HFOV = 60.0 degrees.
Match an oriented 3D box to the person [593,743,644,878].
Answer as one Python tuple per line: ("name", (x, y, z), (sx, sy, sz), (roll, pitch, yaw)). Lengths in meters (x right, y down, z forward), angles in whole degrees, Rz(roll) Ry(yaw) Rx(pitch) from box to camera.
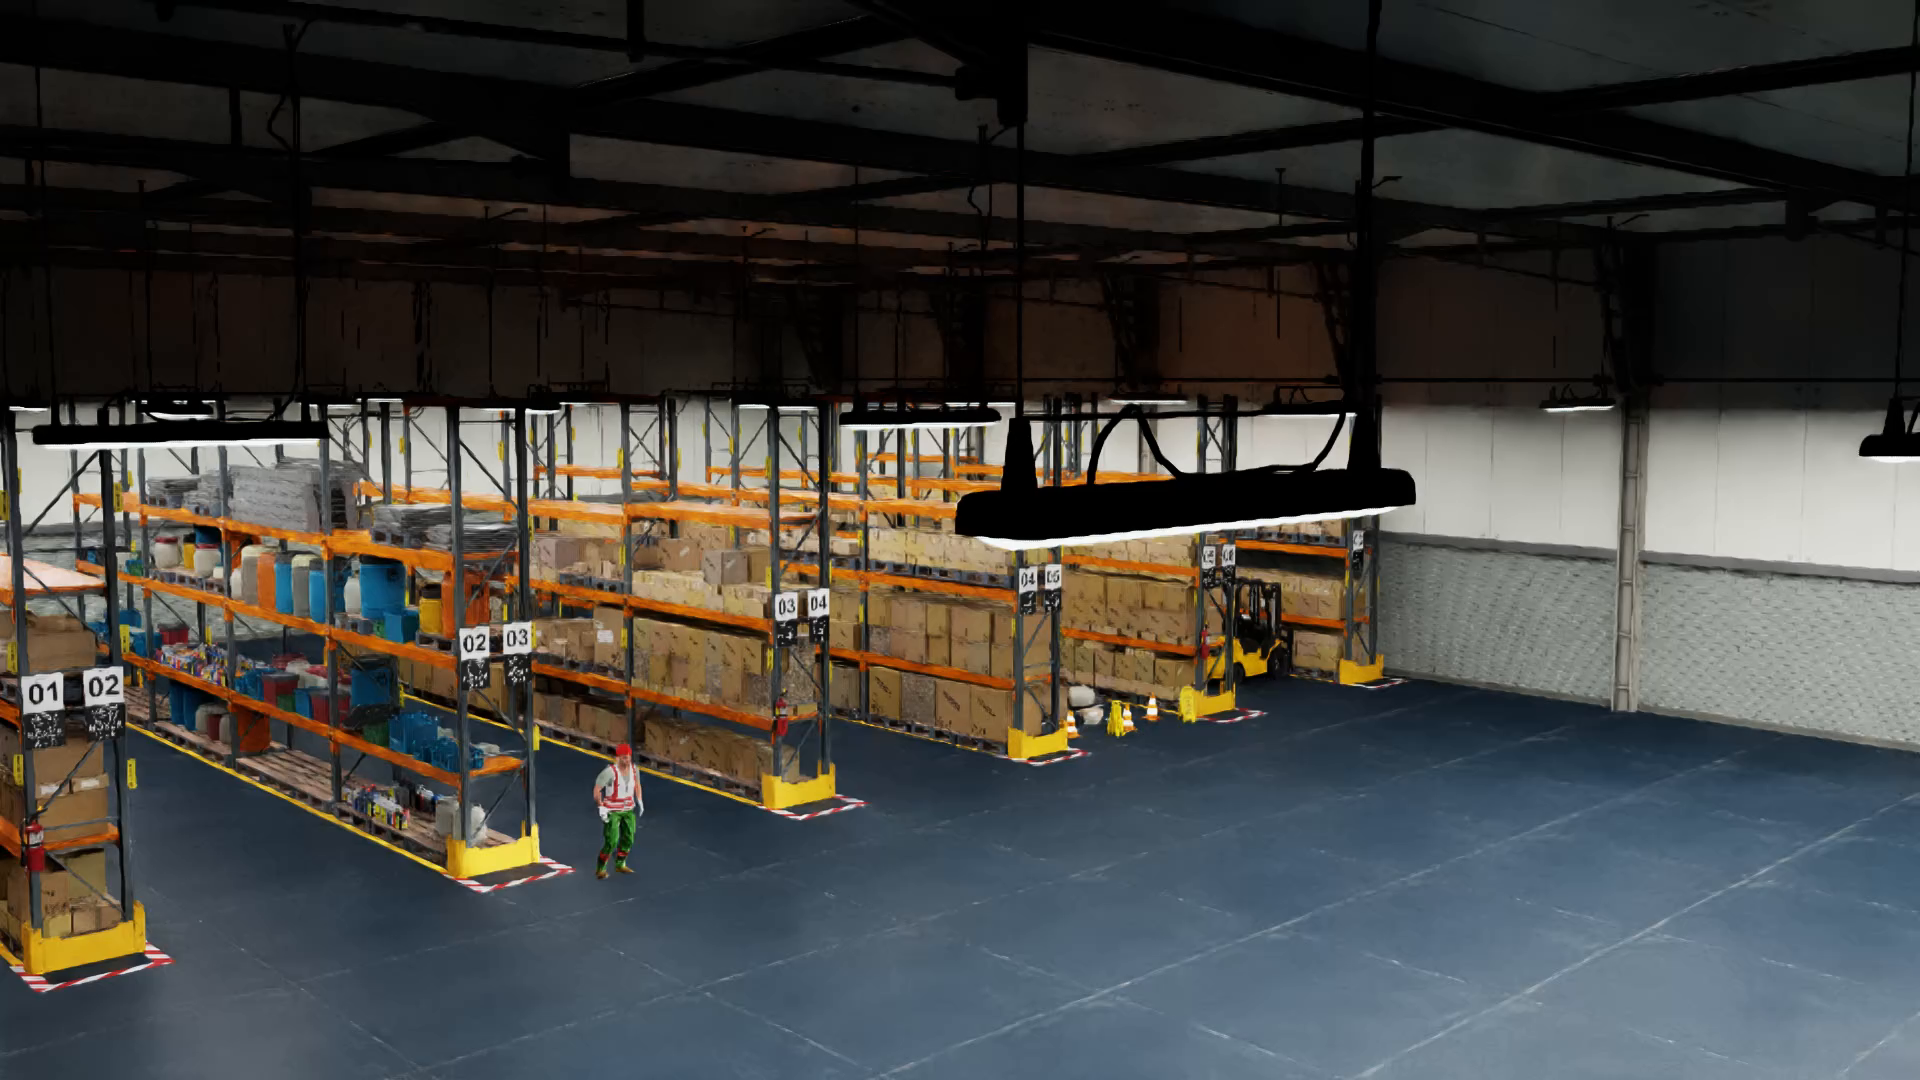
("person", (-4.334, 3.428, 21.161), (0.677, 1.742, 0.551), (-5, 8, -43))
